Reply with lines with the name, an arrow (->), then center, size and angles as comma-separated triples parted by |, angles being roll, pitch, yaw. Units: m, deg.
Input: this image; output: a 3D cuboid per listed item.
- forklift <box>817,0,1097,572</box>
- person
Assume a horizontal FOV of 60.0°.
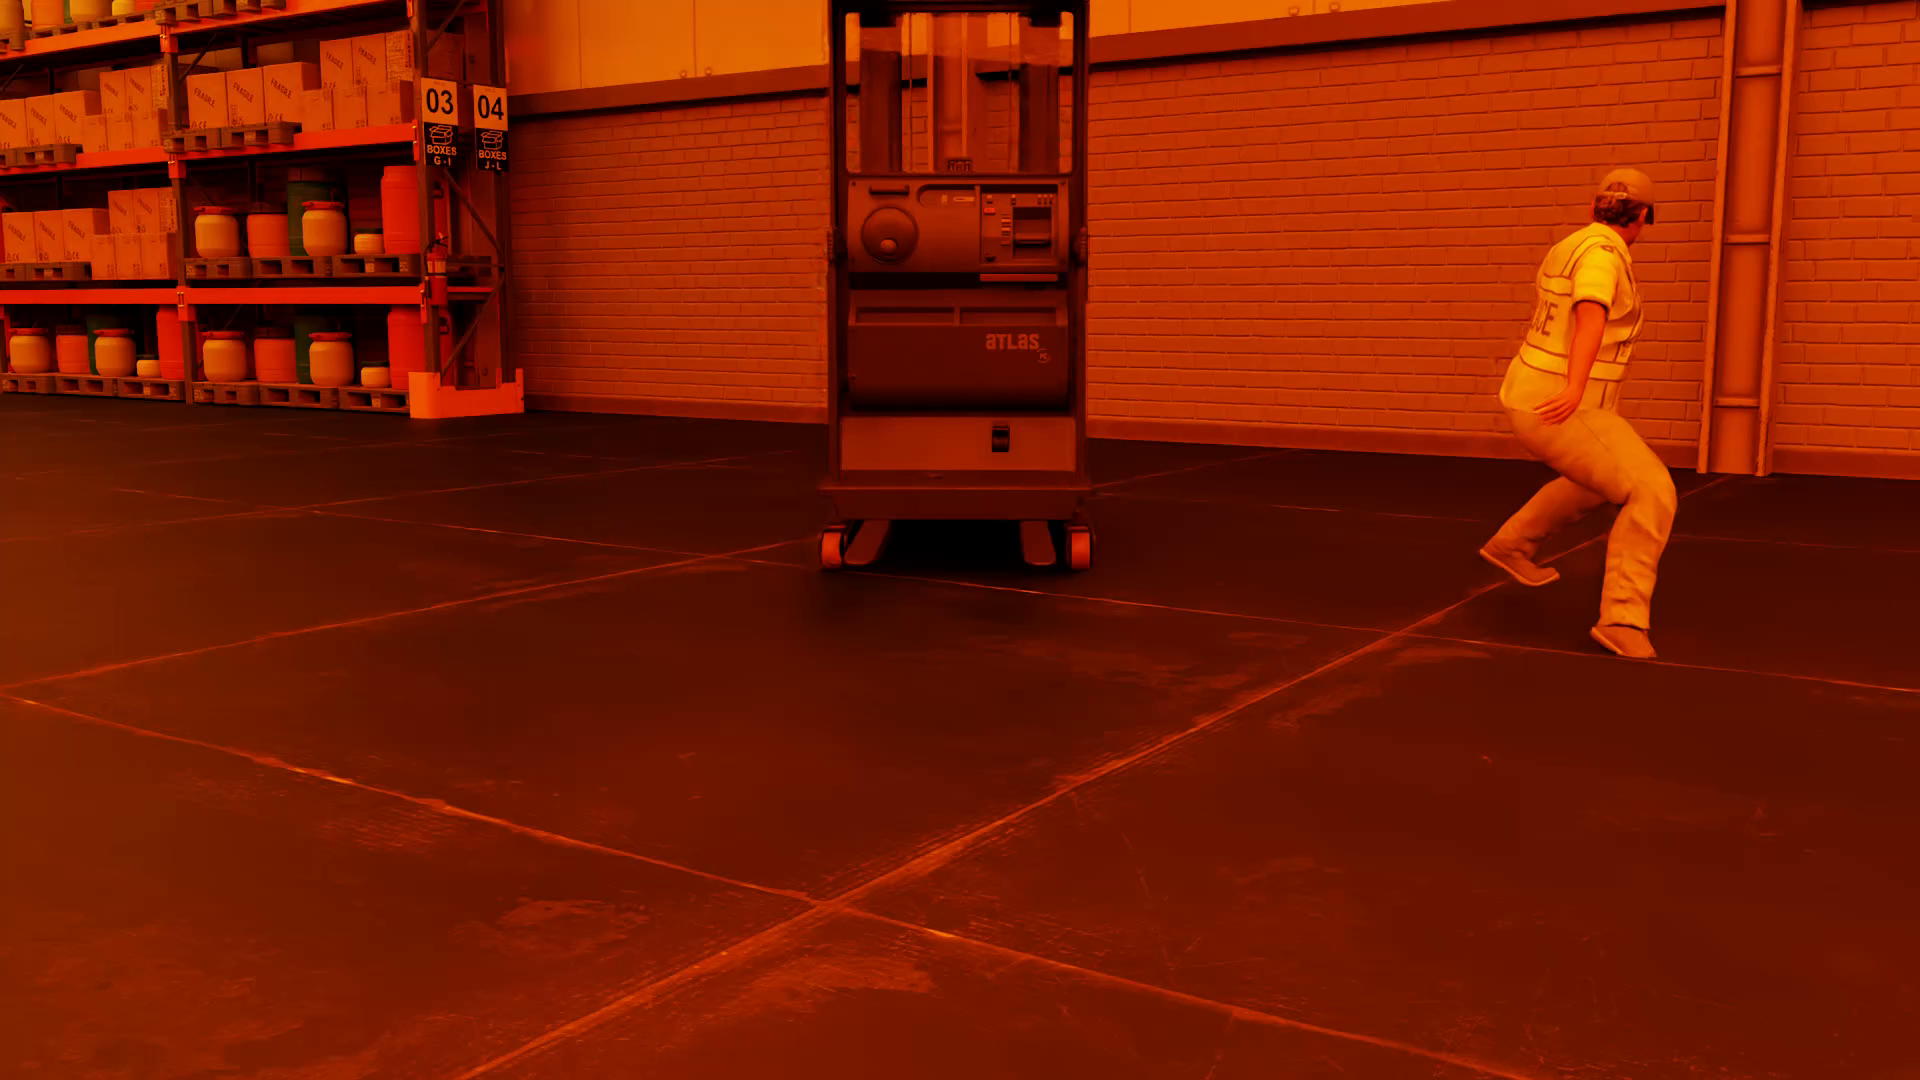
forklift -> -0.009, -1.365, 6.793 | 1.130, 2.935, 3.031 | 0, 8, 1
person -> 2.037, -0.404, 5.426 | 0.516, 1.593, 1.119 | 2, 8, 13
